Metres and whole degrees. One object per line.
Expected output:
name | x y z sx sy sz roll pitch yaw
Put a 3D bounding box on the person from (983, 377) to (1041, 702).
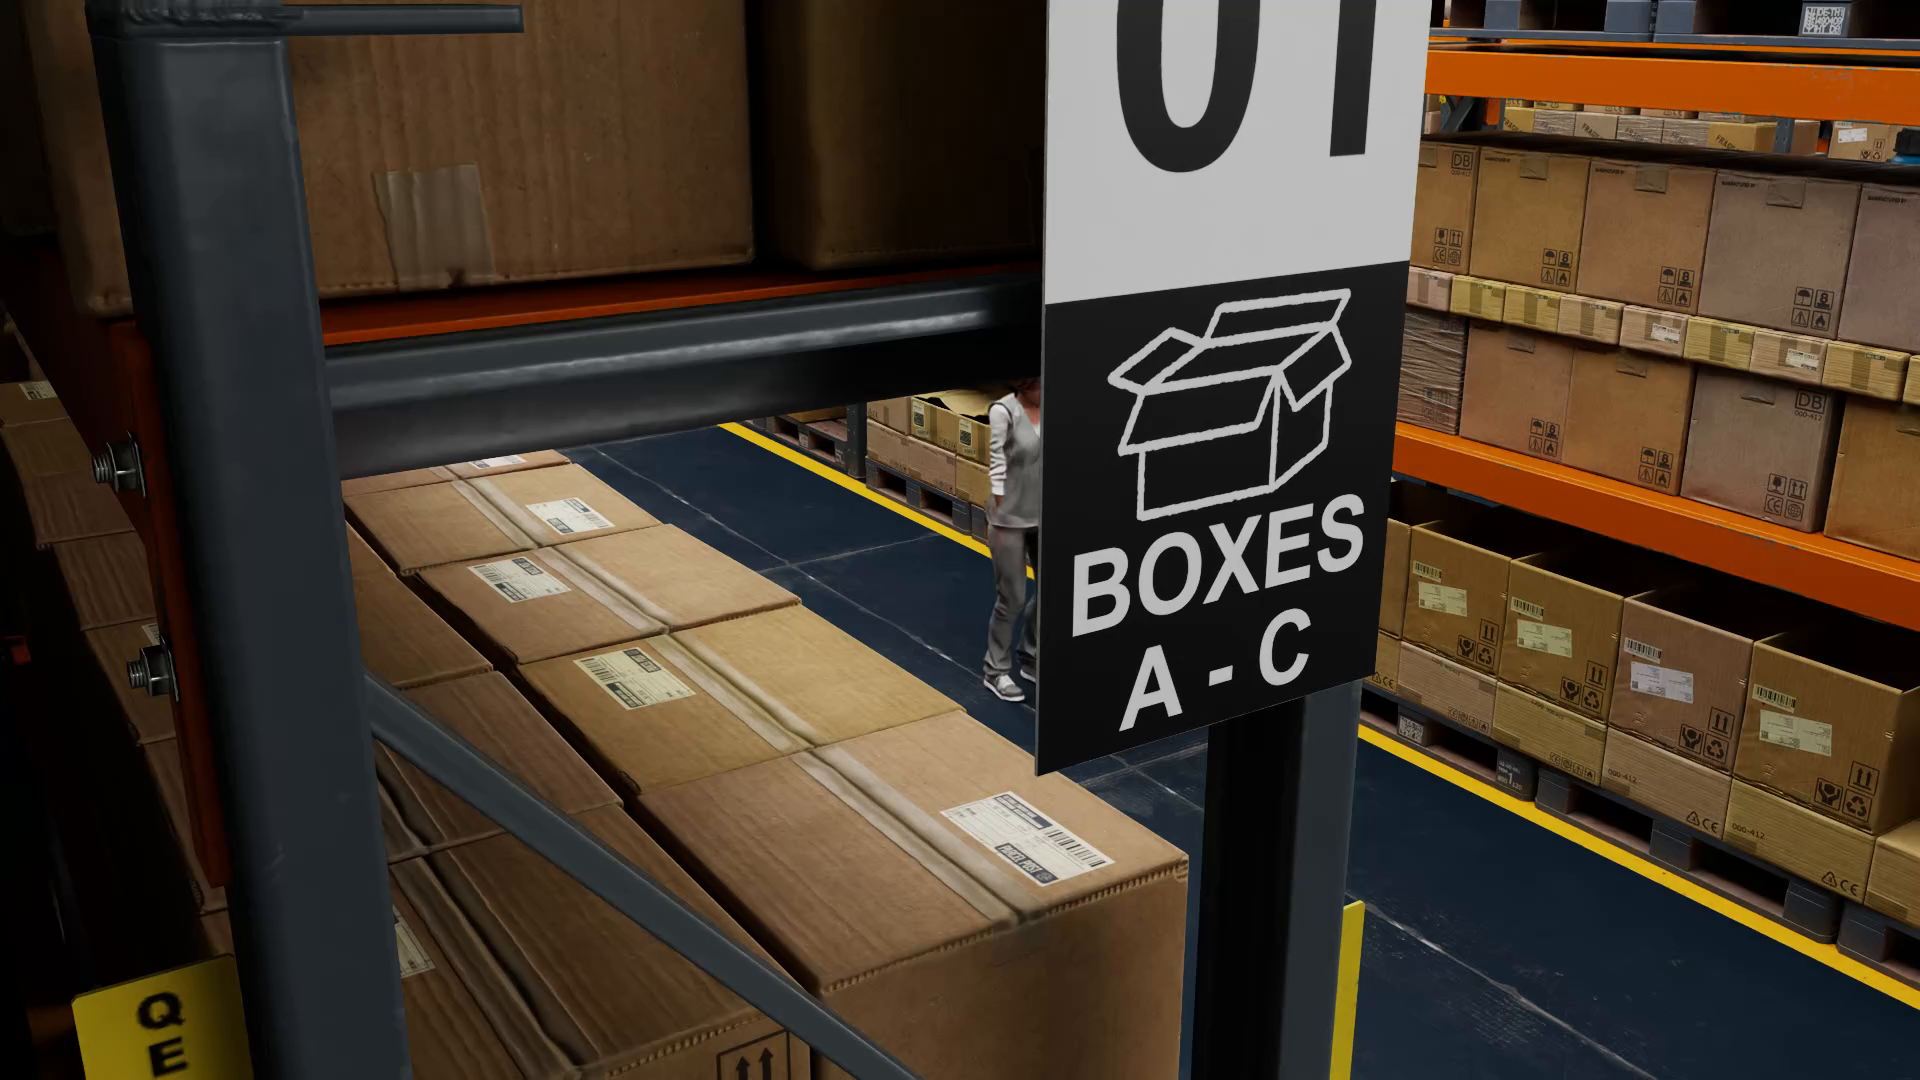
person | 0.306 -0.070 7.341 0.412 1.571 0.316 -12 22 -31
